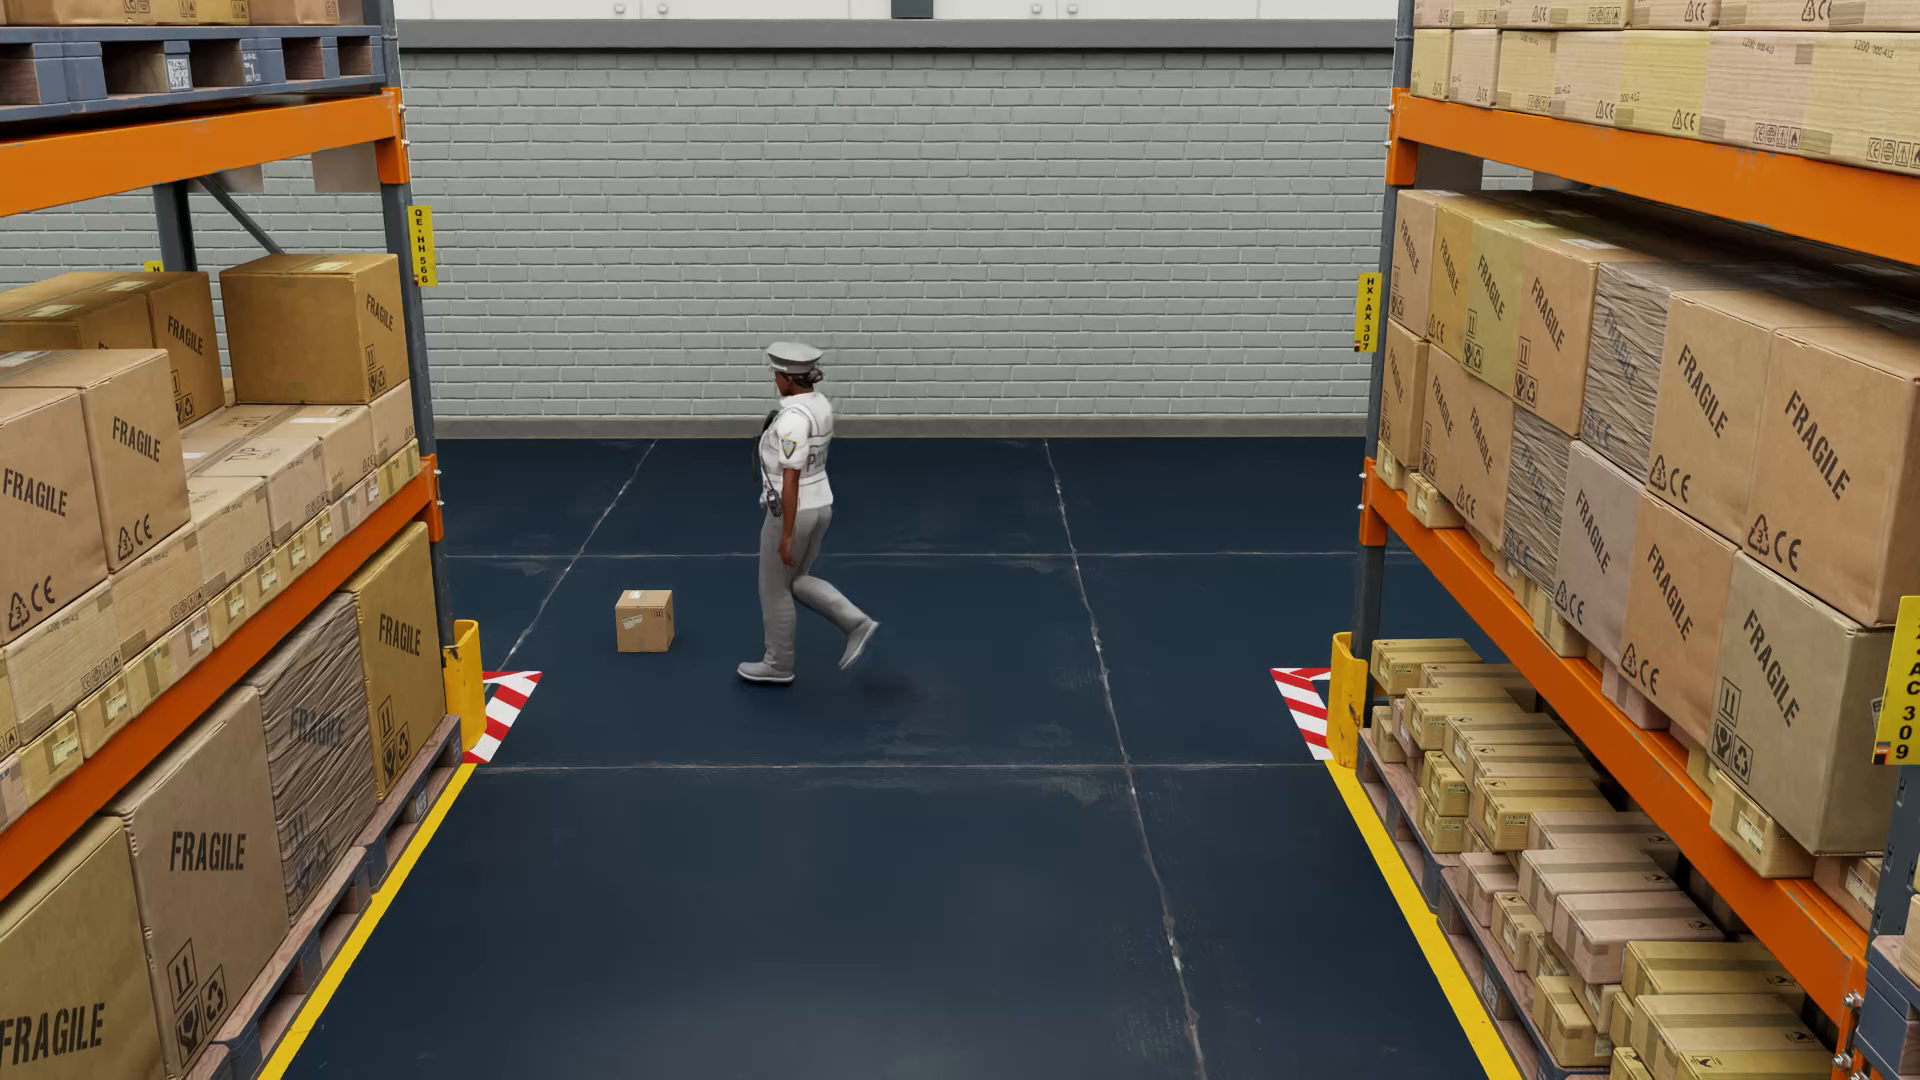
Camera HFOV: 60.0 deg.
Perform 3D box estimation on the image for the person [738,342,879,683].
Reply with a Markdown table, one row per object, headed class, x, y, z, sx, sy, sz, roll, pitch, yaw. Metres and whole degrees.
| class | x | y | z | sx | sy | sz | roll | pitch | yaw |
| --- | --- | --- | --- | --- | --- | --- | --- | --- | --- |
| person | -0.741 | -0.113 | 7.880 | 0.673 | 1.638 | 0.486 | 6 | 18 | 20 |
